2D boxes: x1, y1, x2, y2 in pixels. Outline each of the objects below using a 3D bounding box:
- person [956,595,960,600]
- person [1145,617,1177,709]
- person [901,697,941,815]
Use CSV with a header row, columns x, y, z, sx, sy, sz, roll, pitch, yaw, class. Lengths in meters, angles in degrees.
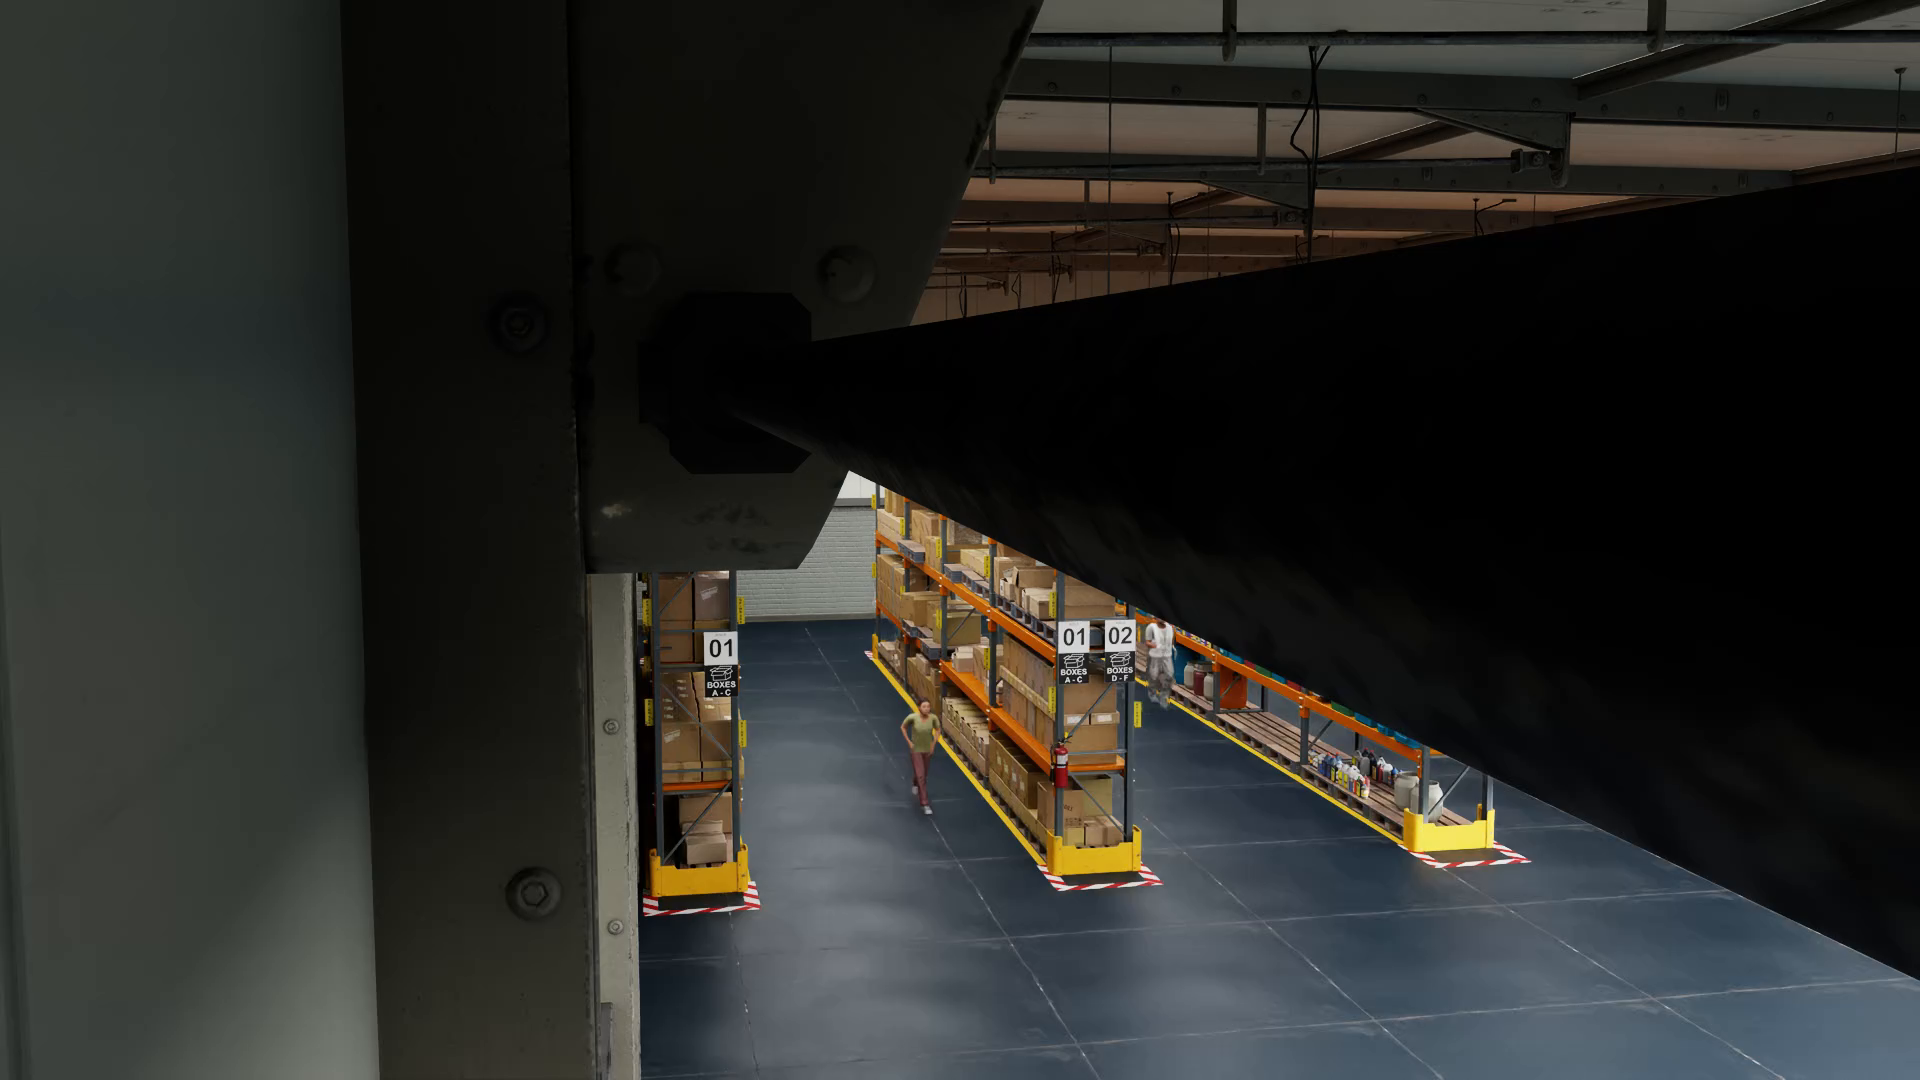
x,y,z,sx,sy,sz,roll,pitch,yaw,class
-0.084,1.722,37.243,0.610,1.537,0.534,5,8,39,person
3.634,2.138,29.922,0.659,1.835,0.780,-1,6,-13,person
-0.571,3.046,23.967,0.582,1.655,0.962,-1,6,-13,person
